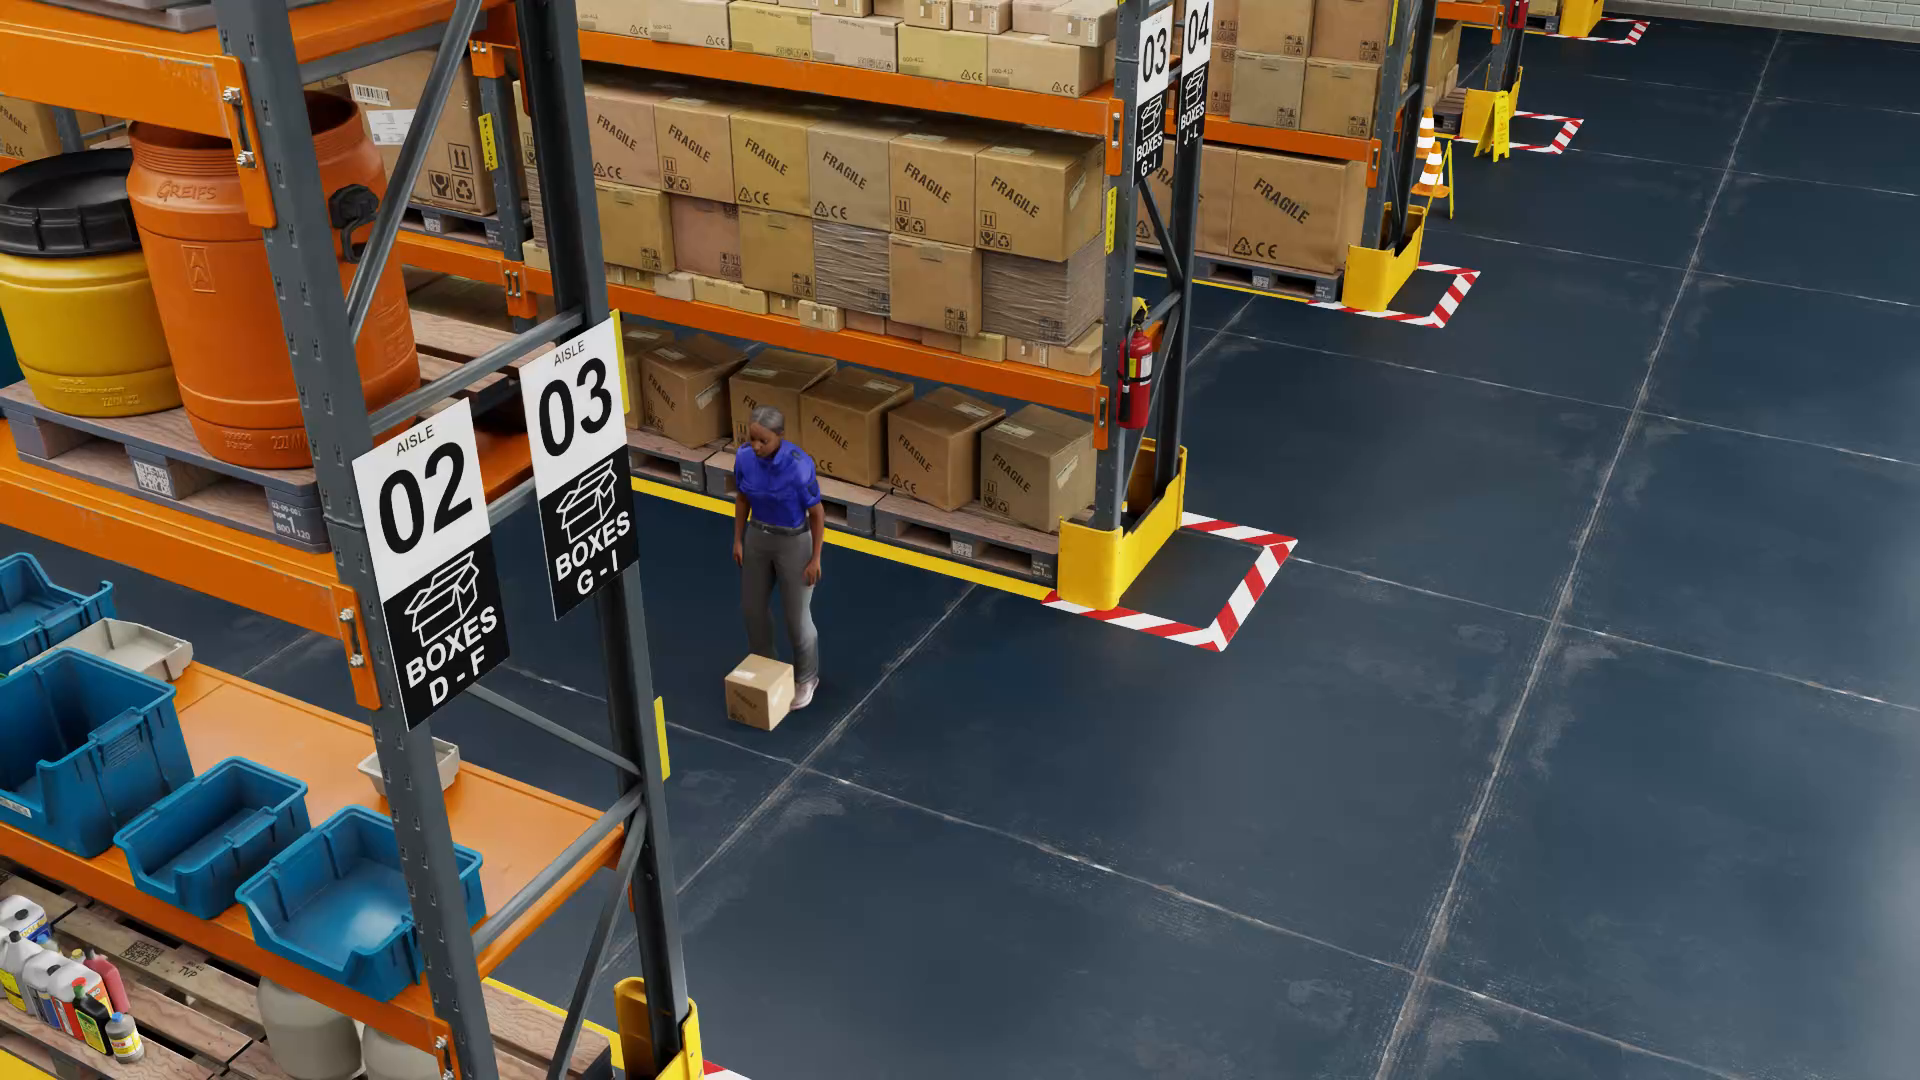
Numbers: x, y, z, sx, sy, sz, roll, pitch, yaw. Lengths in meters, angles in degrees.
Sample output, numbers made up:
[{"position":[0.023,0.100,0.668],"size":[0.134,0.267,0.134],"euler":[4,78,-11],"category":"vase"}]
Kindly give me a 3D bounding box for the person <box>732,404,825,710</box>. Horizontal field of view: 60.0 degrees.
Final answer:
[{"position":[-0.908,0.051,8.204],"size":[0.512,1.653,0.348],"euler":[13,33,21],"category":"person"}]
